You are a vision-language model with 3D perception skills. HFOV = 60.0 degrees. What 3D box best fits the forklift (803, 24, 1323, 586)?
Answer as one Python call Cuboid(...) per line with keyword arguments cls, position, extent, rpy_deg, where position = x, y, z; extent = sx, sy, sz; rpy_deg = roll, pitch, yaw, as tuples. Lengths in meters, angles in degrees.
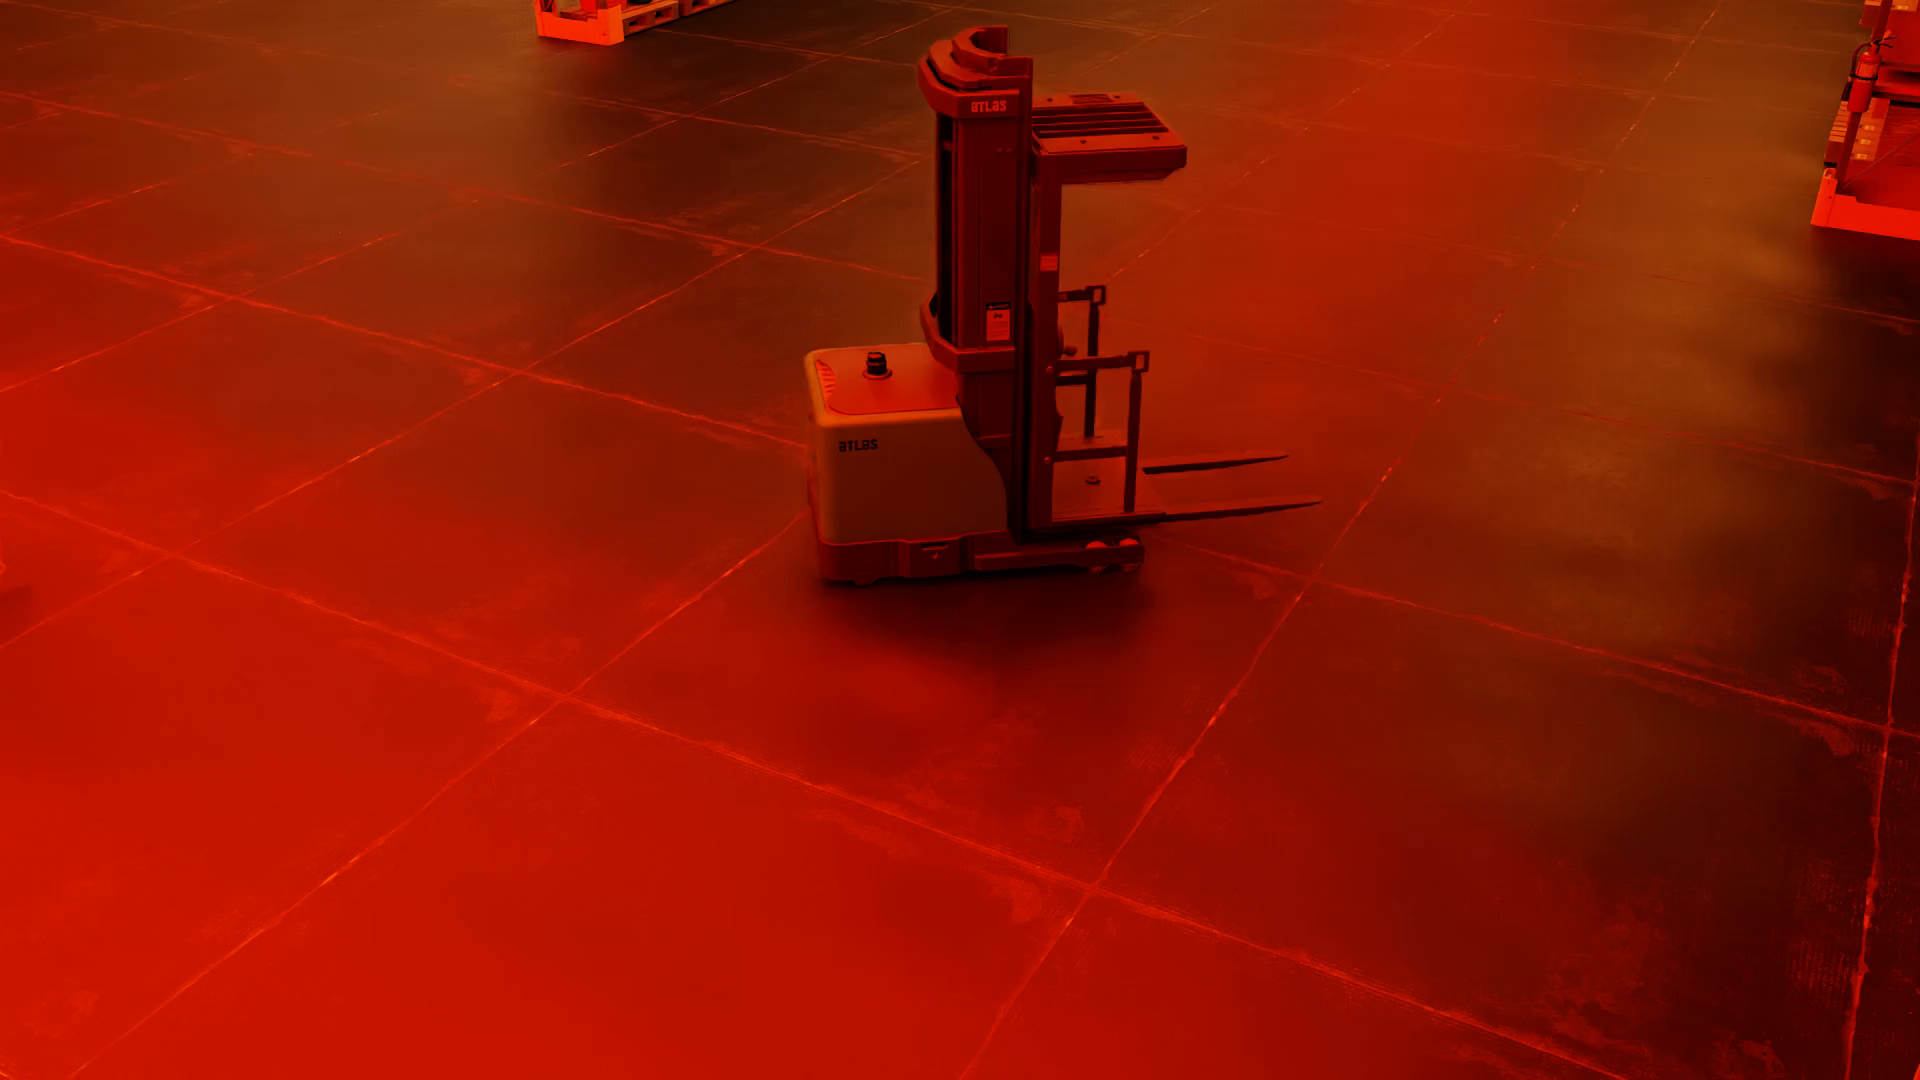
Cuboid(cls="forklift", position=(0.628, -1.348, 9.407), extent=(3.031, 2.935, 1.130), rpy_deg=(-5, 30, -8))
